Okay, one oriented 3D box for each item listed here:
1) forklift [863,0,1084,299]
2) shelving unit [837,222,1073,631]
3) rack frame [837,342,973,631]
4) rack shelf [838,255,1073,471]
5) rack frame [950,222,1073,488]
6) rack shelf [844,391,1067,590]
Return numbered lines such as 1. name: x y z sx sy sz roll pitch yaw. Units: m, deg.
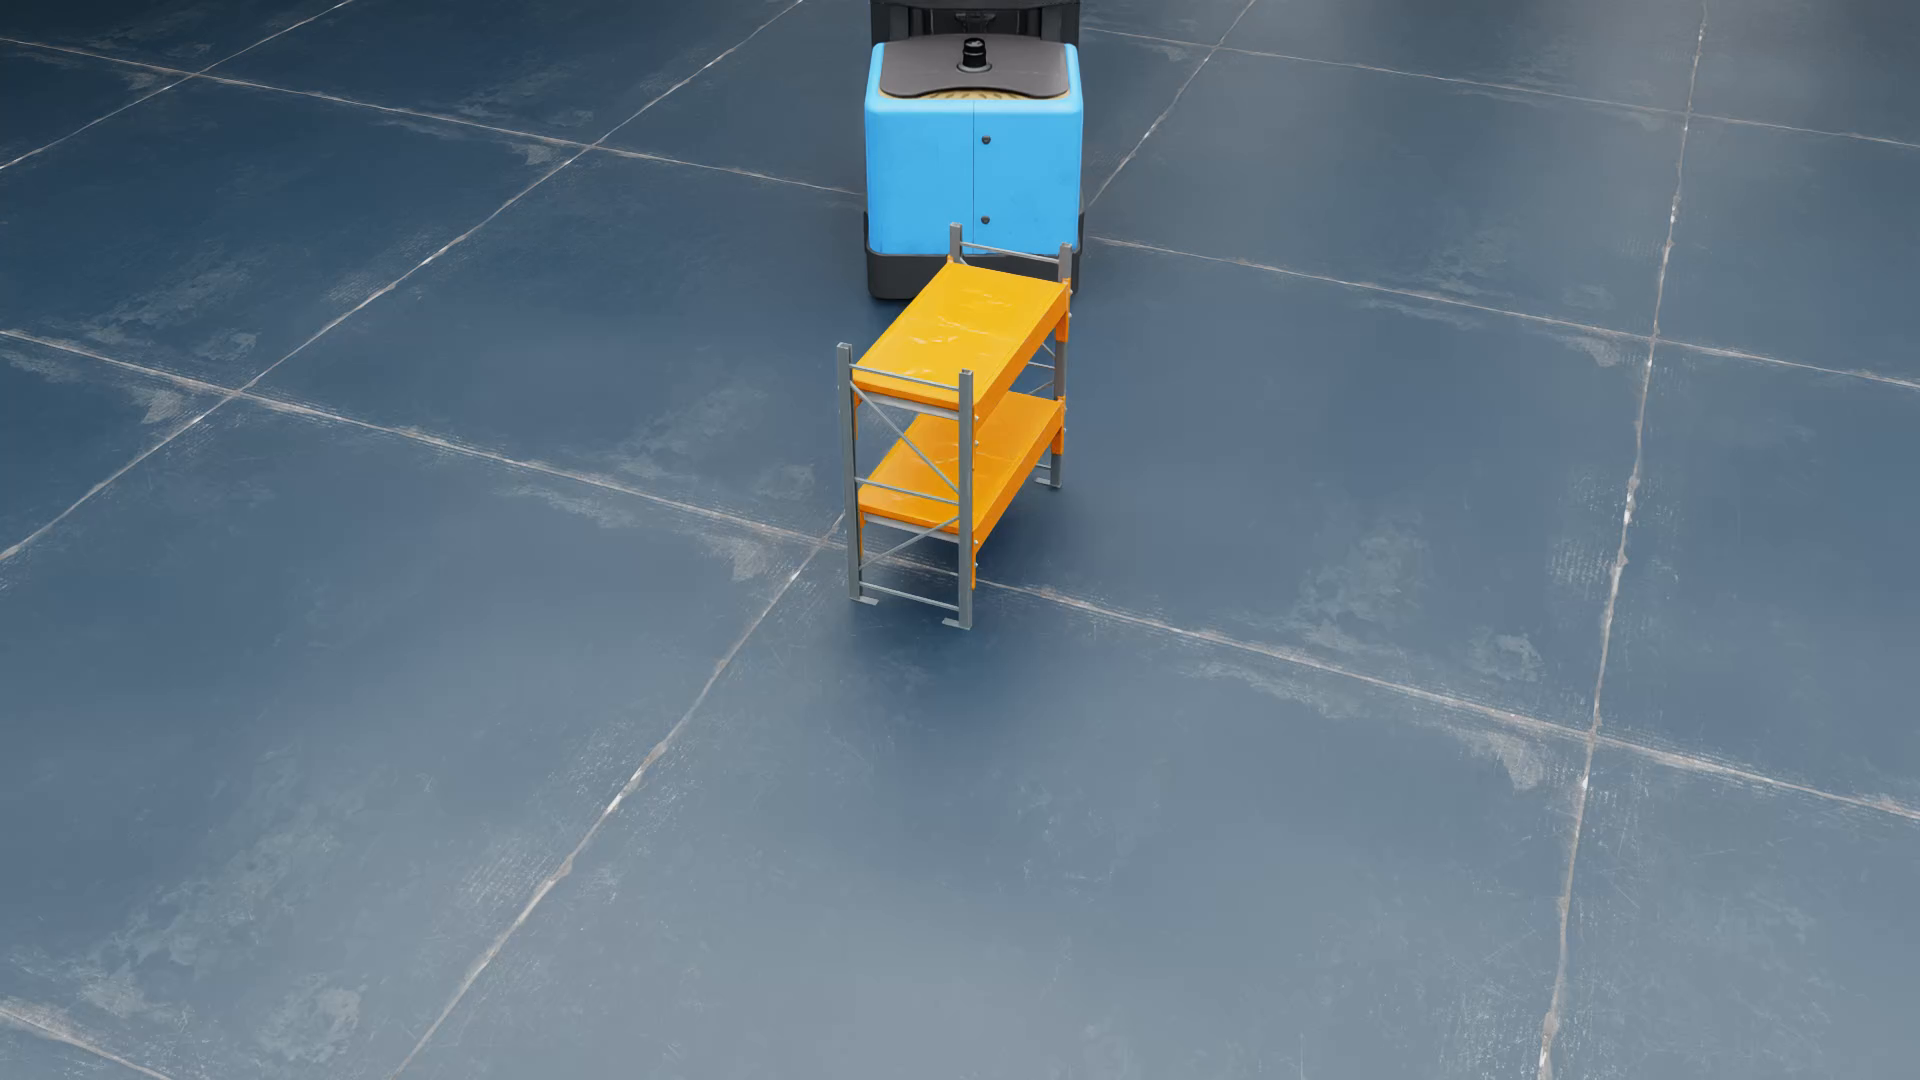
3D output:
1. forklift: 0.082 -3.212 8.599 1.130 2.935 3.031 0 37 1
2. shelving unit: 0.003 -0.454 6.418 0.538 1.125 1.048 14 39 18
3. rack frame: -0.191 -0.173 6.042 0.500 1.125 0.032 14 39 18
4. rack shelf: 0.003 -0.689 6.243 0.538 0.278 1.000 14 39 18
5. rack frame: 0.196 -0.736 6.795 0.500 1.125 0.032 14 39 18
6. rack shelf: 0.003 -0.258 6.565 0.538 0.278 1.000 14 39 18
